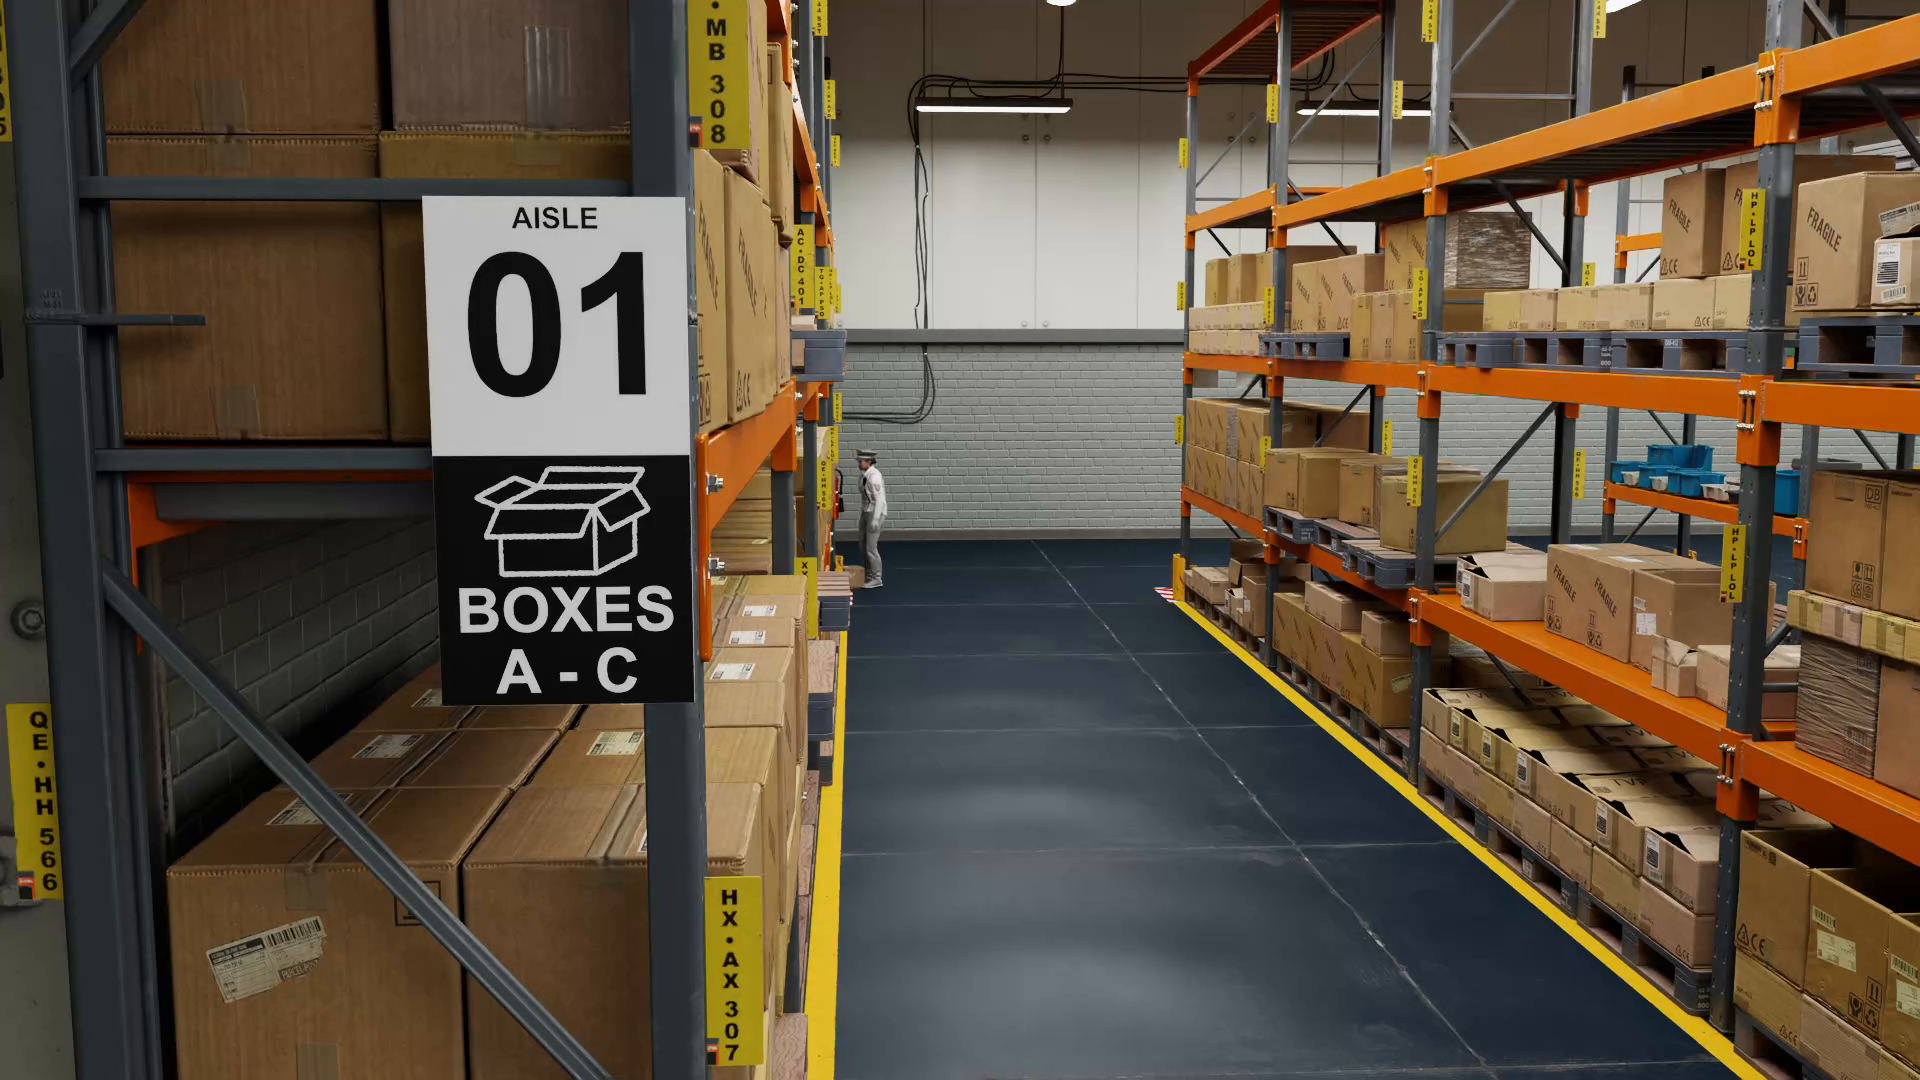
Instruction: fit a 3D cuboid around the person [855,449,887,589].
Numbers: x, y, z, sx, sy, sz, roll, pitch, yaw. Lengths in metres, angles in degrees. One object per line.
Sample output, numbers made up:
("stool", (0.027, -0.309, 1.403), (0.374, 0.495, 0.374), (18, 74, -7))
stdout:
("person", (-1.078, -0.265, 19.912), (0.375, 1.661, 0.533), (-3, 8, -24))
